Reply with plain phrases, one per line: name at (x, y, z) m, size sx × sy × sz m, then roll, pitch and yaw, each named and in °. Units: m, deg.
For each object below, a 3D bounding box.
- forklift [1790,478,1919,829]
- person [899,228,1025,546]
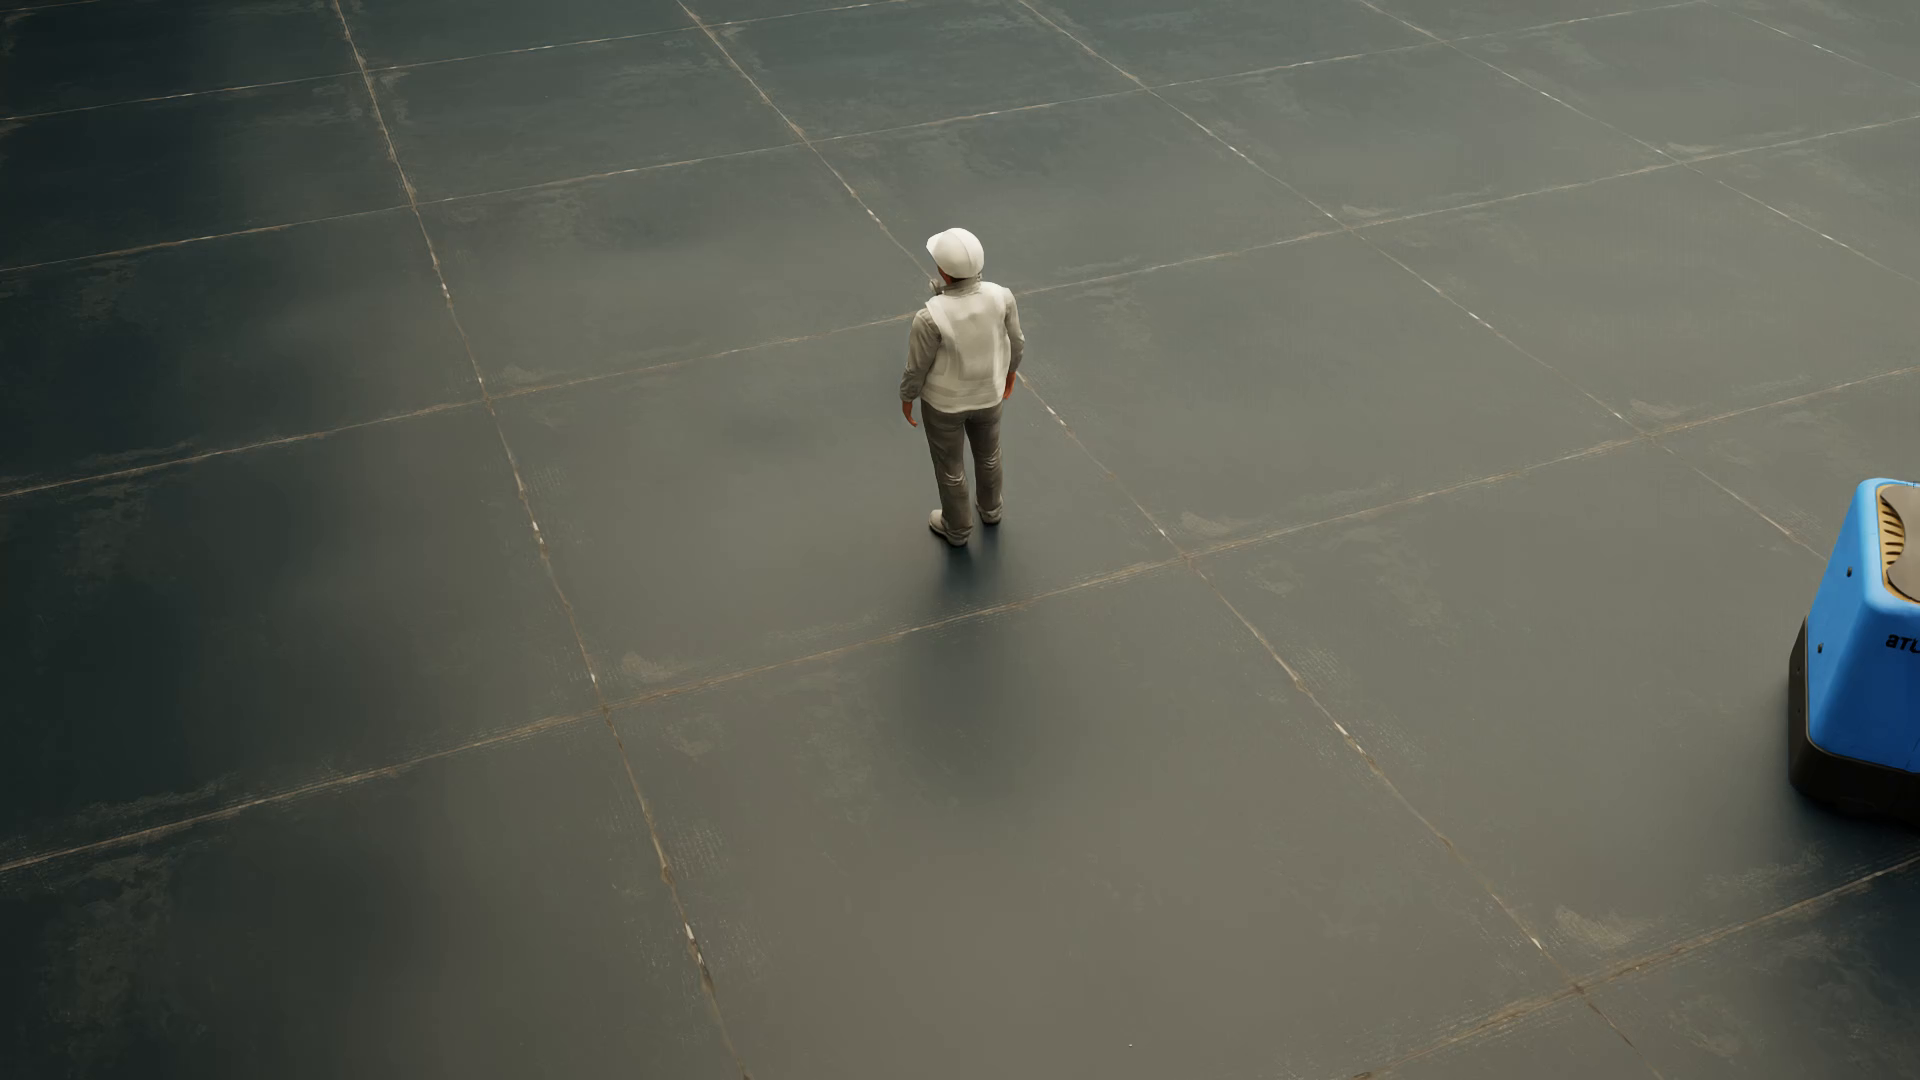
forklift at (5.099, -0.026, 6.136) m, size 3.031 × 2.935 × 1.130 m, roll 13°, pitch 38°, yaw 18°
person at (-0.016, -0.764, 8.158) m, size 0.632 × 1.773 × 0.568 m, roll -14°, pitch 38°, yaw -19°
